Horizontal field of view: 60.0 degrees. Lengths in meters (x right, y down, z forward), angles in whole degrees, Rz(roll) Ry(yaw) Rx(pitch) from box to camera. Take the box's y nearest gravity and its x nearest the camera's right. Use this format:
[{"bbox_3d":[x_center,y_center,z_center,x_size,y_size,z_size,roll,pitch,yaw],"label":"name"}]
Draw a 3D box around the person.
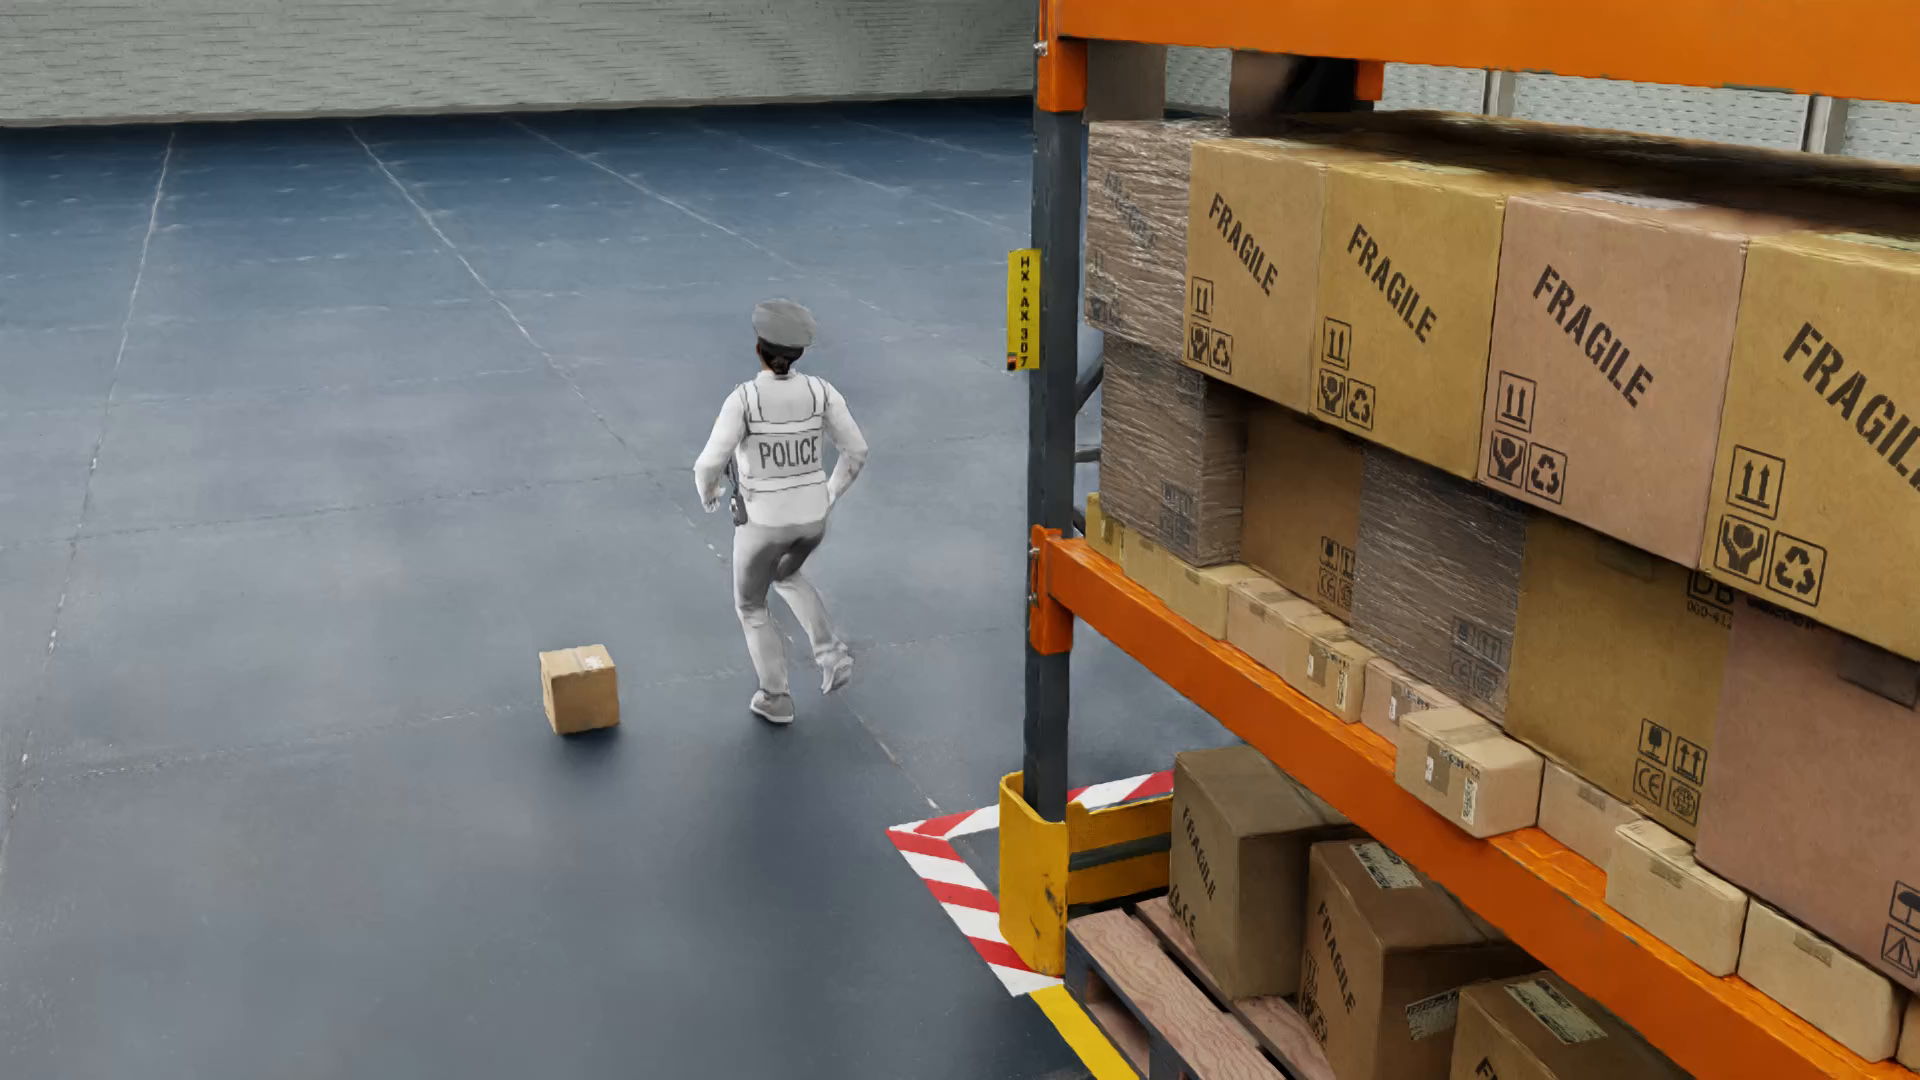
[{"bbox_3d":[-0.724,-0.093,6.345,0.654,1.665,0.470,-14,23,-35],"label":"person"}]
